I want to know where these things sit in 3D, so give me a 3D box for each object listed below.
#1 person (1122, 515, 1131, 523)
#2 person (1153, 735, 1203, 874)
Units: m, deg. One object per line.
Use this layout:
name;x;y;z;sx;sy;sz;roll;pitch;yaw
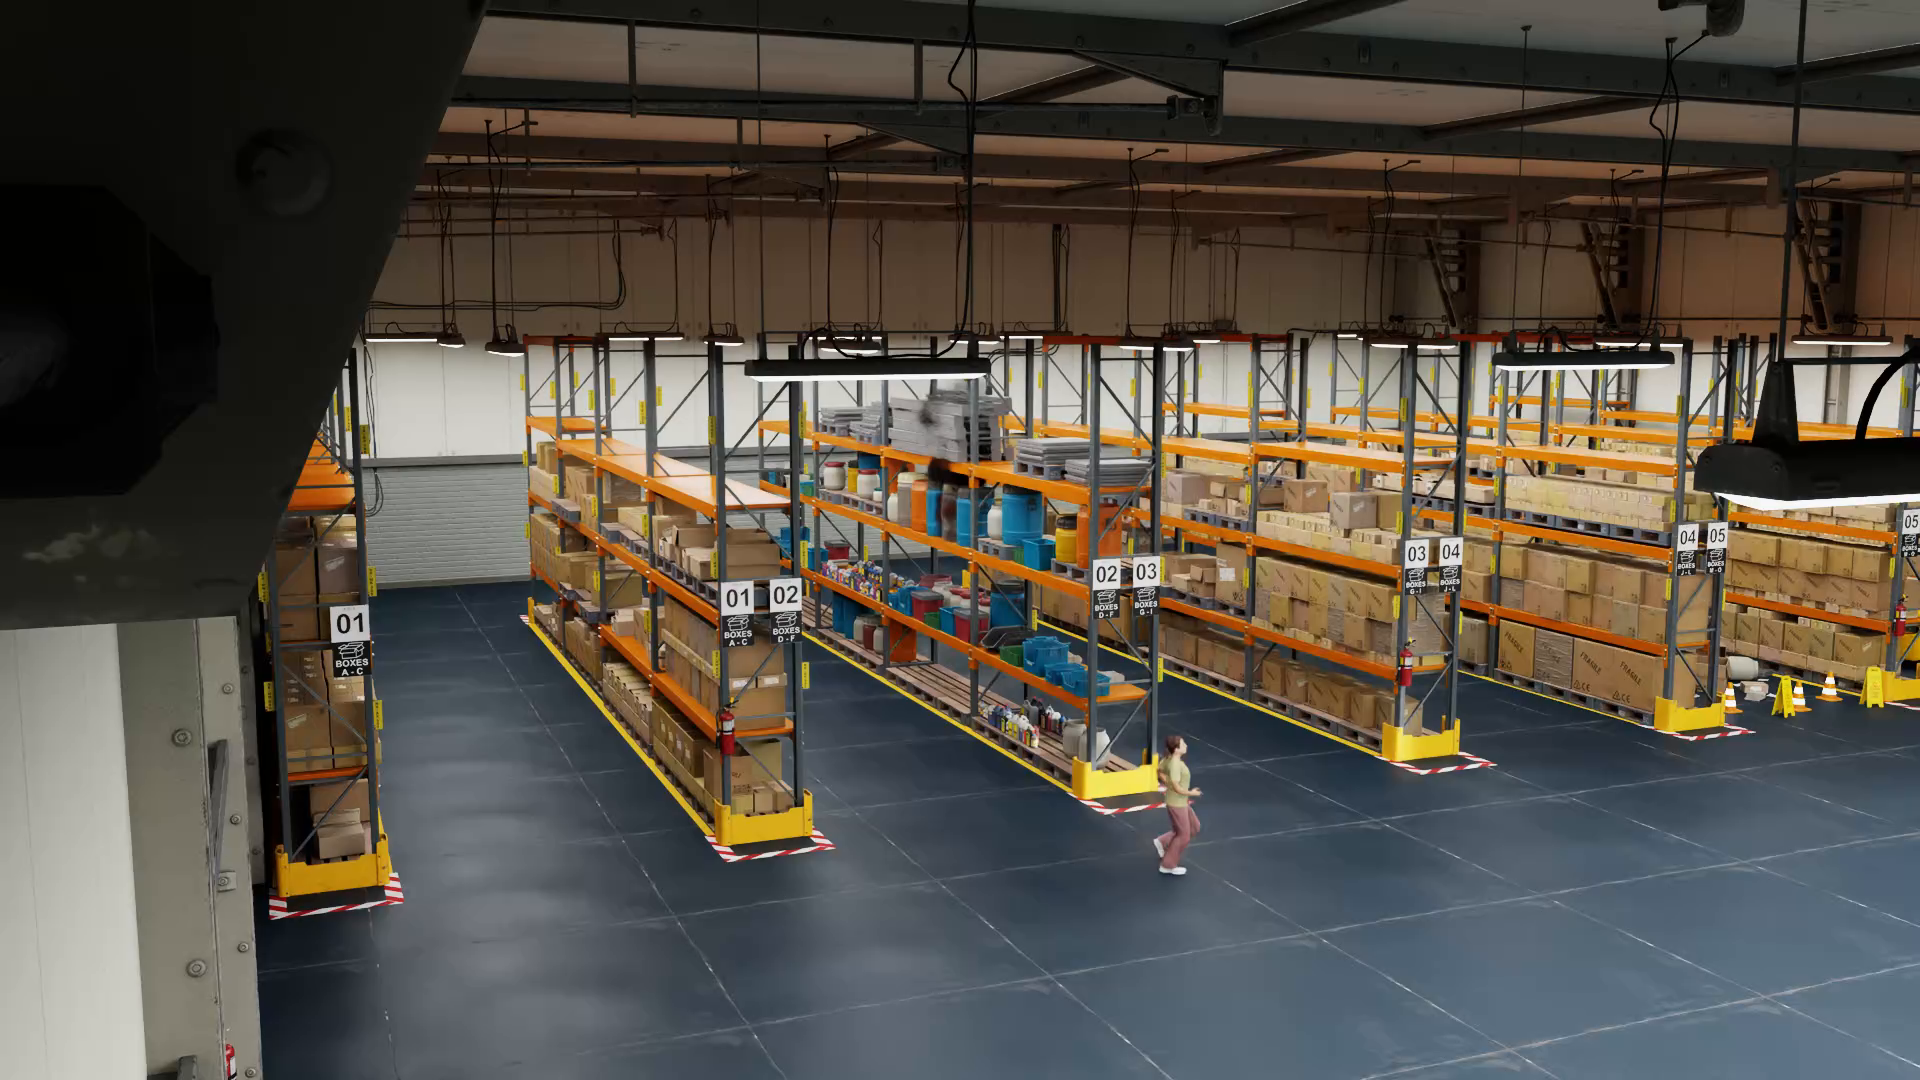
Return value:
person;3.977;0.062;40.604;0.720;1.806;0.783;4;8;26
person;2.494;3.014;18.984;0.537;1.631;0.576;0;8;2
